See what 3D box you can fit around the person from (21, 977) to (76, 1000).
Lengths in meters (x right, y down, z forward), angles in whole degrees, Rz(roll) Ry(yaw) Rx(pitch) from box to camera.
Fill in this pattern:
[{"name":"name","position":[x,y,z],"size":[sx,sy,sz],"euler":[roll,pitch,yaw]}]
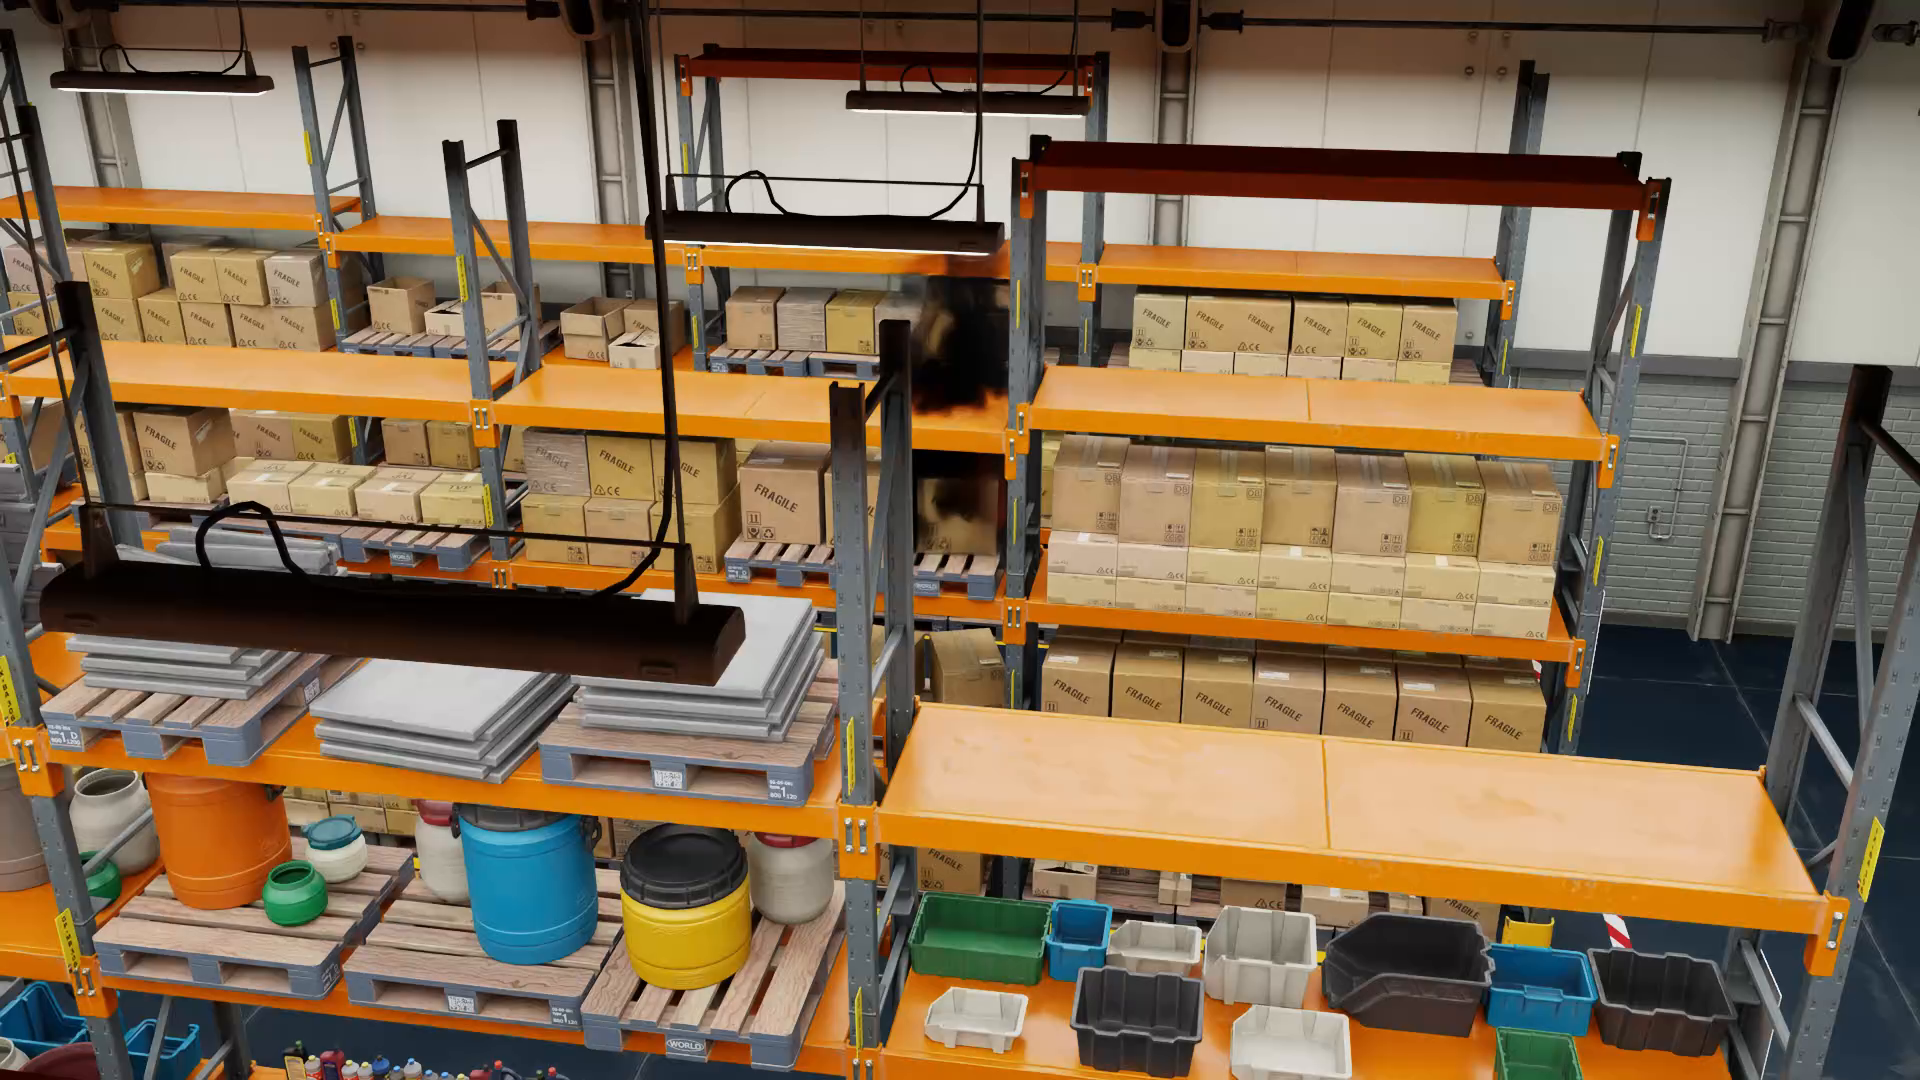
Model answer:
[{"name":"person","position":[-6.270,2.879,11.466],"size":[0.739,1.765,0.631],"euler":[5,23,11]}]
